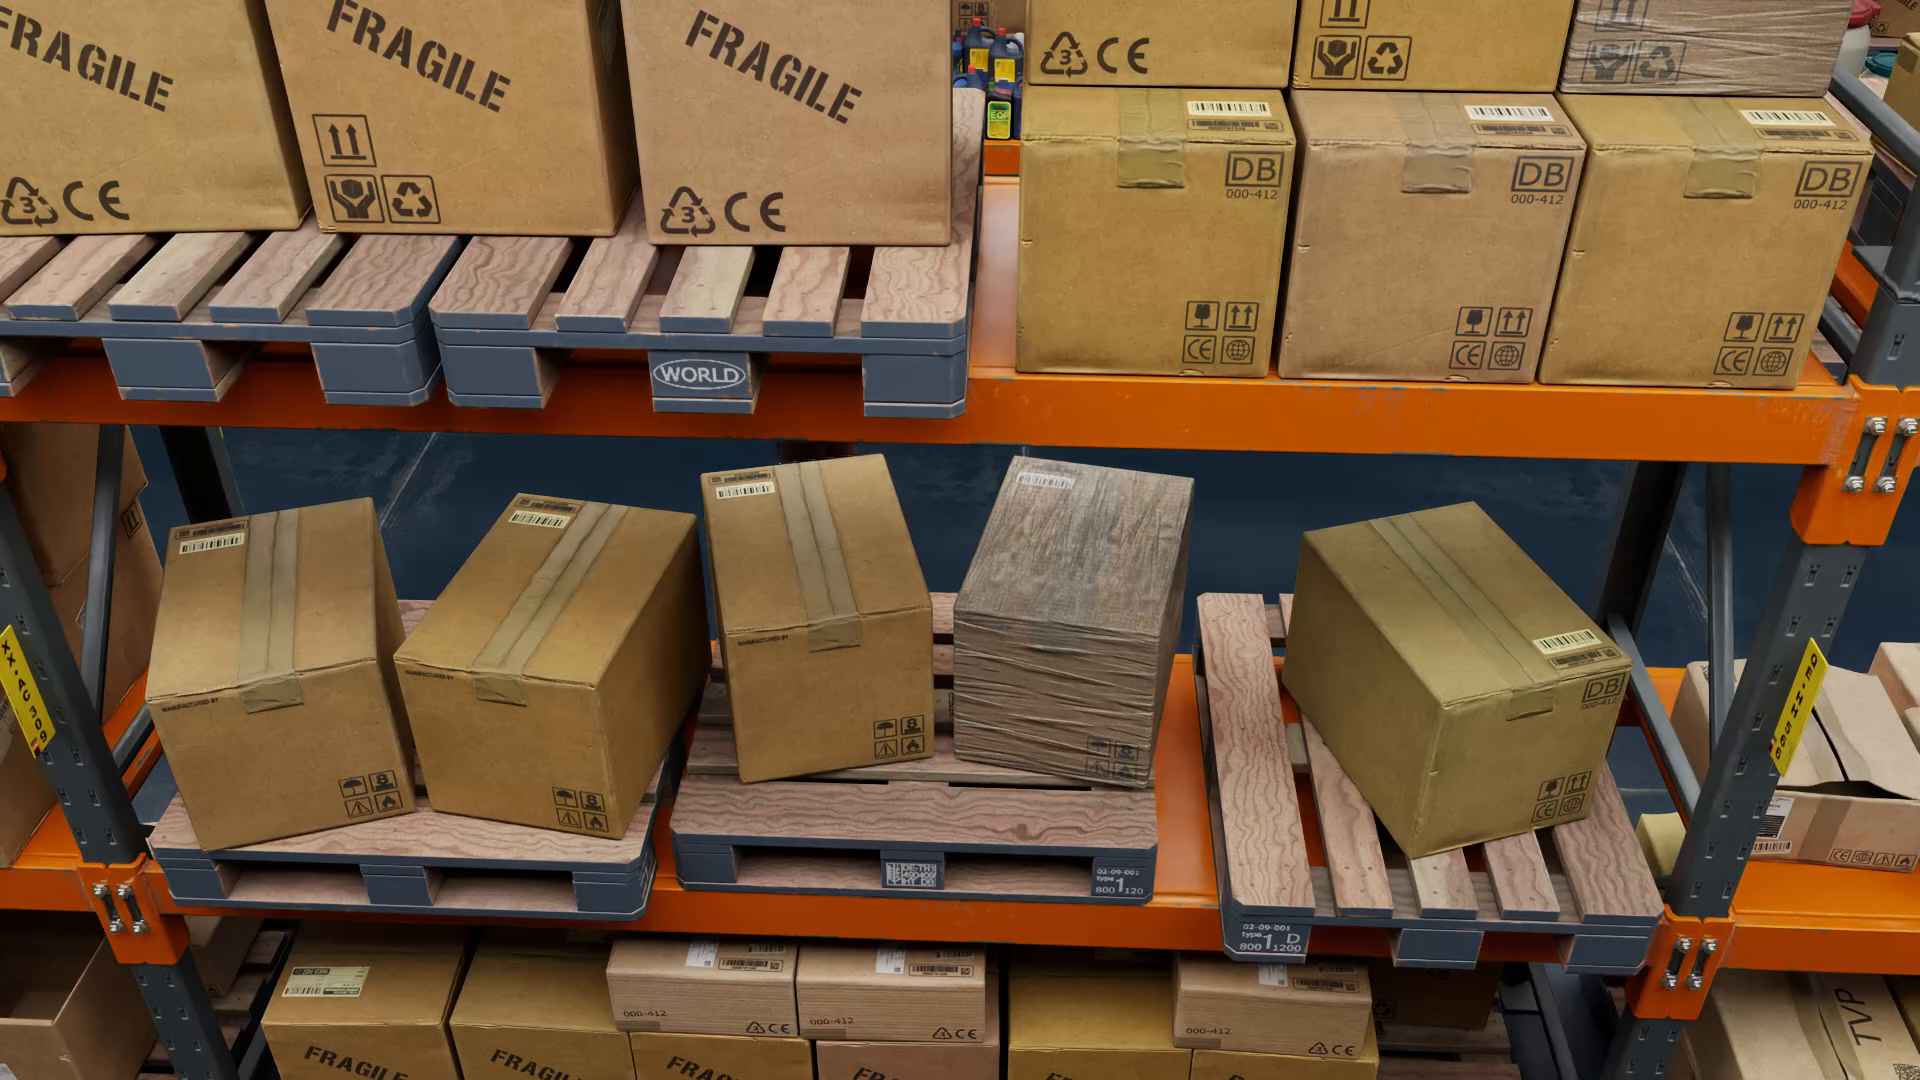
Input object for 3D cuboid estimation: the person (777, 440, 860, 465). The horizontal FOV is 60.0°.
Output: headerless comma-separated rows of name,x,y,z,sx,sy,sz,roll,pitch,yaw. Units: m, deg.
person,-0.466,-0.069,6.225,0.525,1.765,0.618,-2,35,-3
